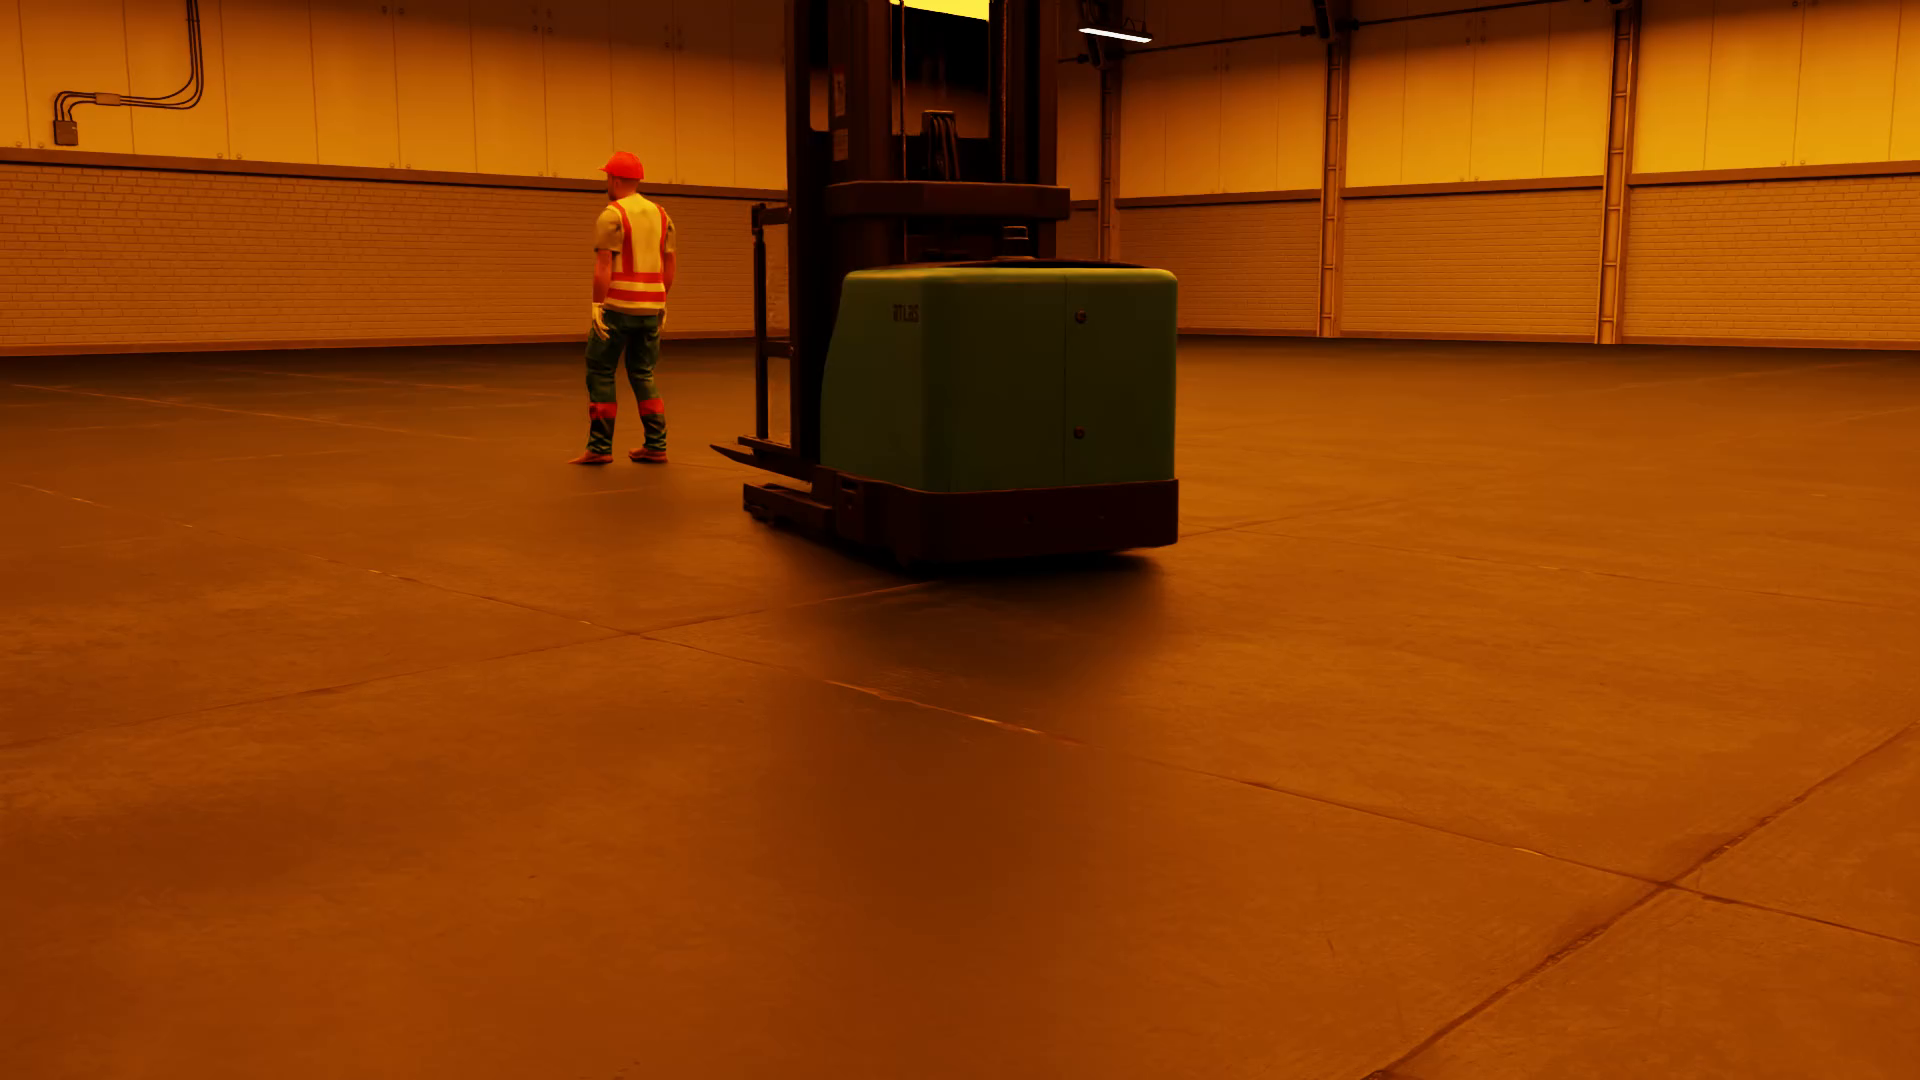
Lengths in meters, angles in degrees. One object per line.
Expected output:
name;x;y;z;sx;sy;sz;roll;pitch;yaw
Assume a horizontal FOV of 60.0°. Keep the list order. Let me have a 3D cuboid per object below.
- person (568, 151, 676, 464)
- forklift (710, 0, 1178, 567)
person;-1.964;-1.326;9.658;0.506;1.814;0.630;7;11;37
forklift;-0.297;-1.532;7.050;1.130;2.935;3.031;-4;10;-26
